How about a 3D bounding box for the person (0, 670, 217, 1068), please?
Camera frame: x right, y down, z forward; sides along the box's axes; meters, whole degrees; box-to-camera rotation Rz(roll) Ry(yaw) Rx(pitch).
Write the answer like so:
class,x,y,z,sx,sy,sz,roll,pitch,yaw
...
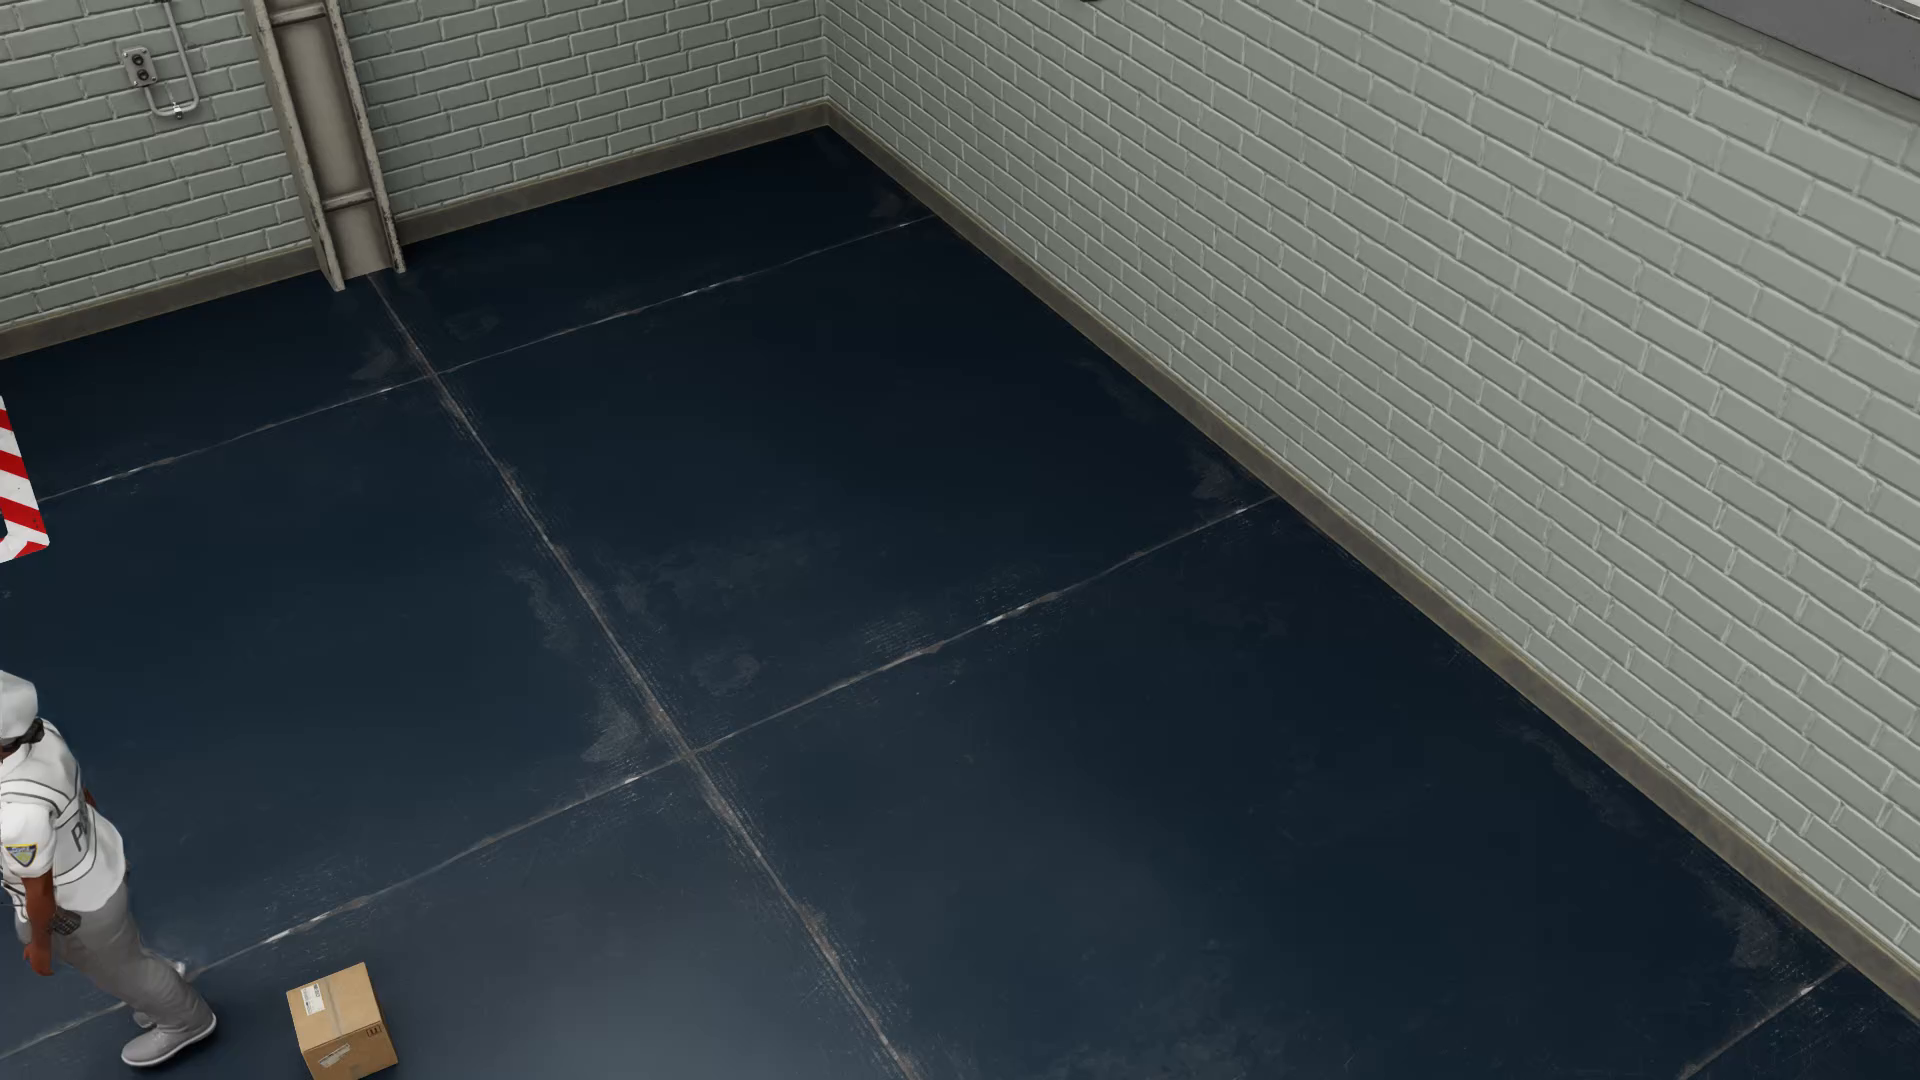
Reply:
class,x,y,z,sx,sy,sz,roll,pitch,yaw
person,-2.668,1.039,4.926,0.439,1.718,0.433,-16,44,-18
